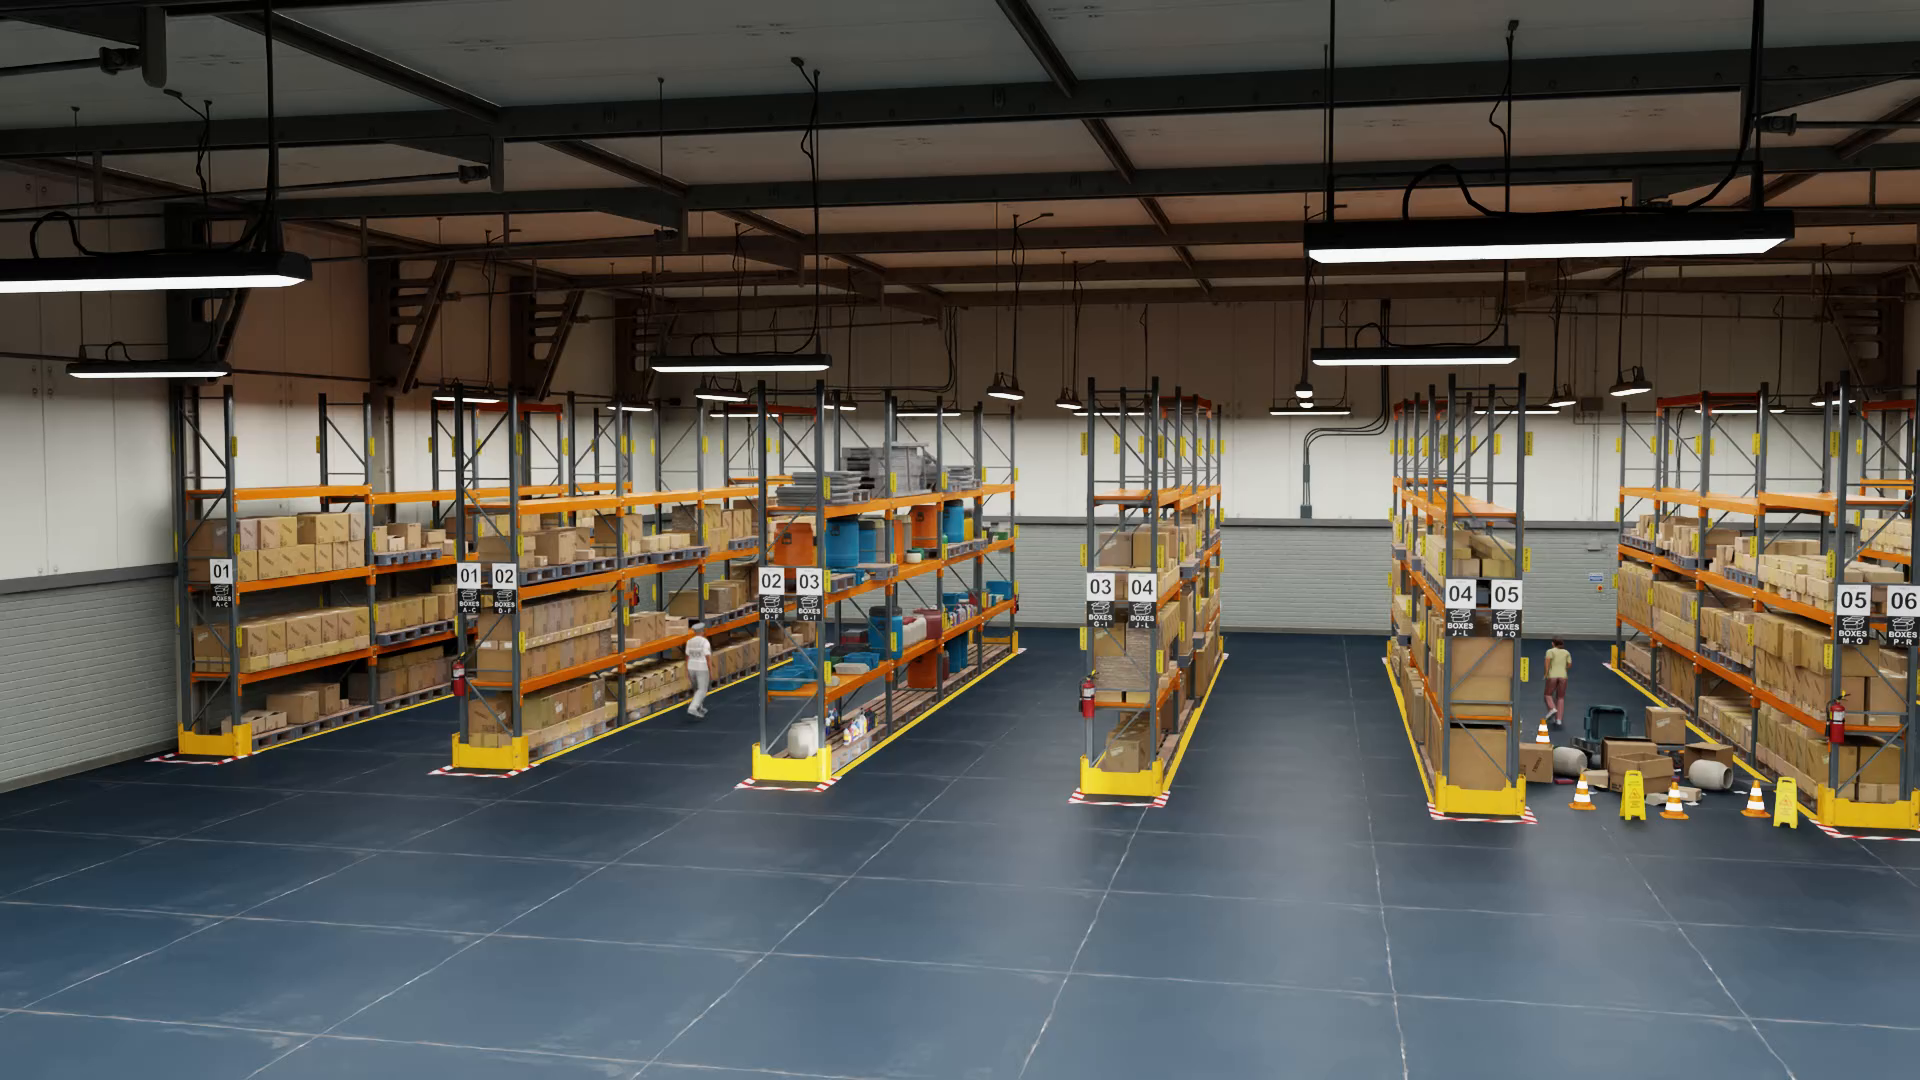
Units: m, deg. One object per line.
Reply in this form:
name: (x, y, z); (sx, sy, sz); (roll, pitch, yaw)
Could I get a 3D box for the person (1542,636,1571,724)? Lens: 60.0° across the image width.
person: (10.859, 2.536, 30.251); (0.518, 1.561, 0.703); (1, 3, 13)

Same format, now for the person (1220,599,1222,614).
person: (6.510, 1.757, 43.046); (0.469, 1.611, 1.069); (-1, 3, -16)

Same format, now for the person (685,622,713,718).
person: (-4.820, 2.407, 30.671); (0.609, 1.741, 0.944); (2, 4, 28)
